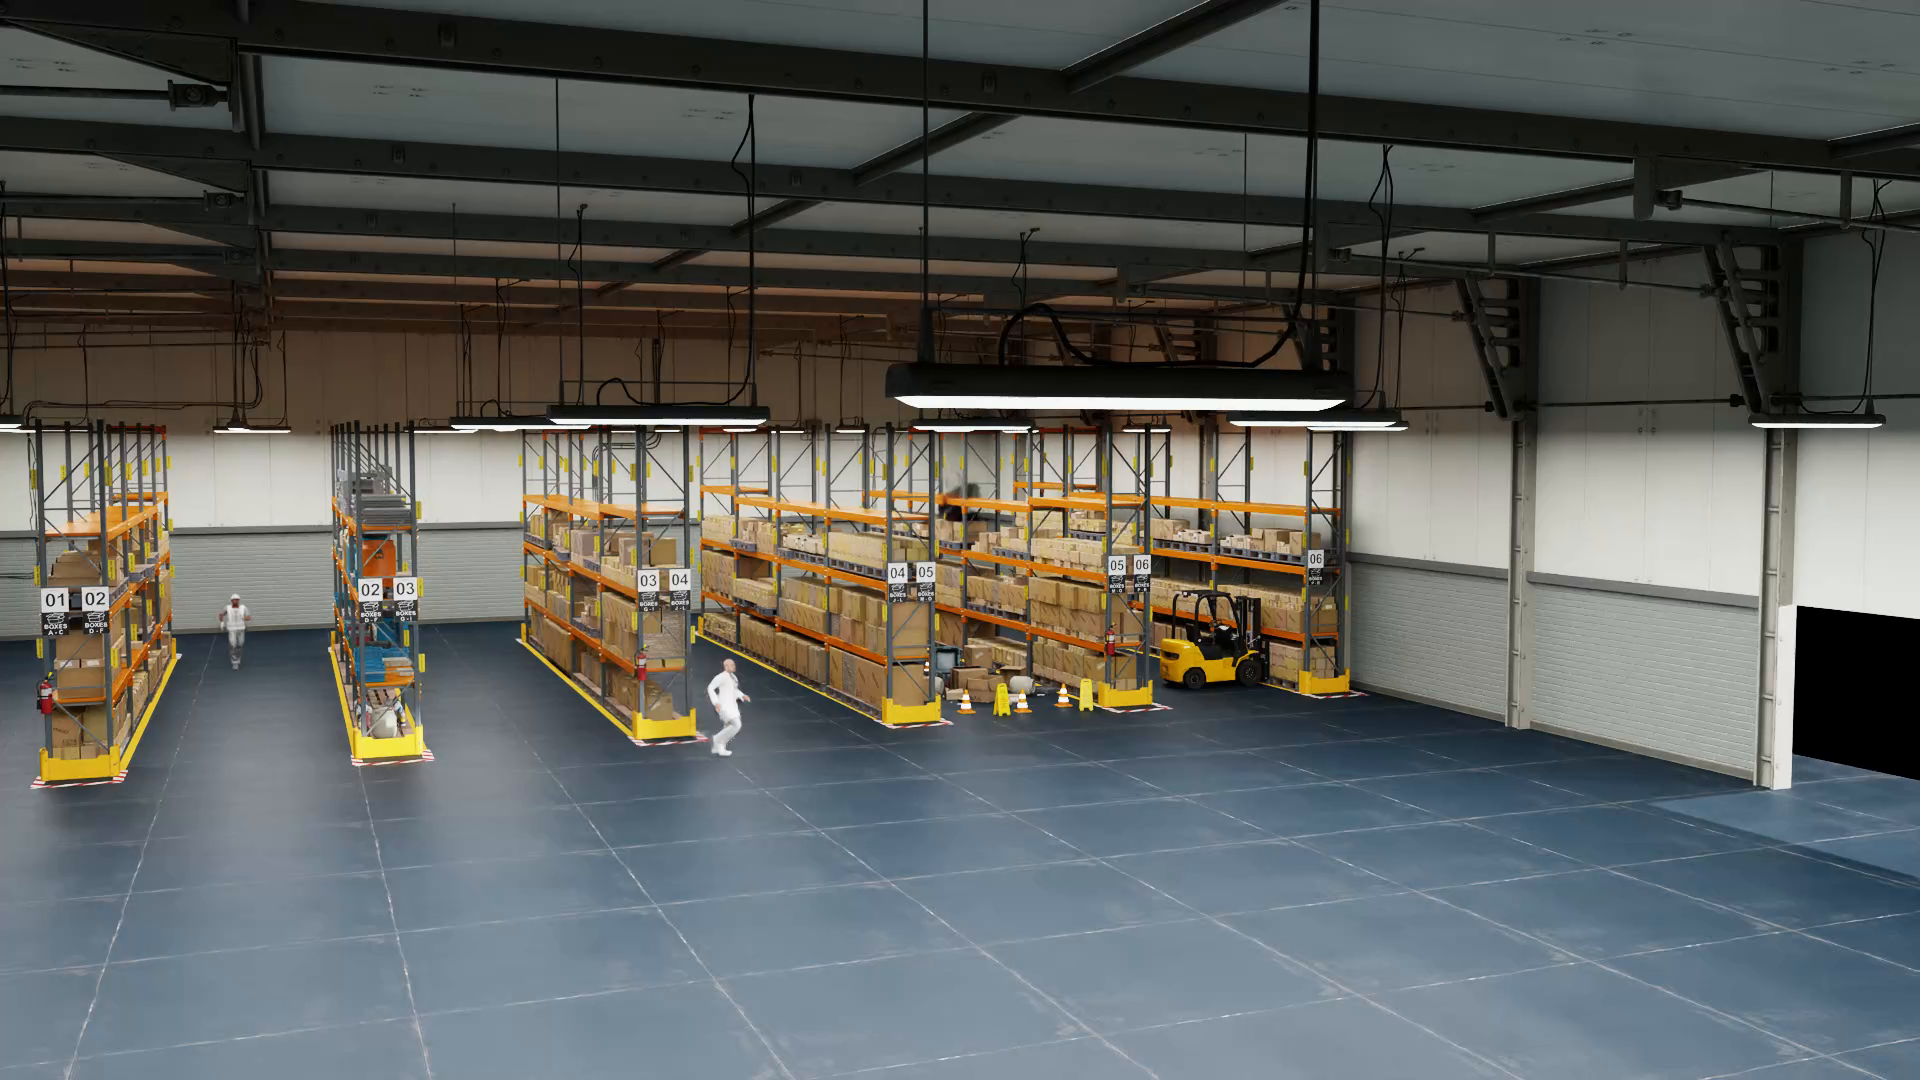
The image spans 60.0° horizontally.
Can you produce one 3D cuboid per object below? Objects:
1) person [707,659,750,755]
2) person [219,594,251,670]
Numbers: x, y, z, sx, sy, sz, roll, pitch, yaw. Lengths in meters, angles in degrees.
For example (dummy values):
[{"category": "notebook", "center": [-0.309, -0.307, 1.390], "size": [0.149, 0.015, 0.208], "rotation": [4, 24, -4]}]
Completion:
[{"category": "person", "center": [-4.113, 2.993, 29.685], "size": [0.743, 1.733, 0.691], "rotation": [1, 4, 18]}, {"category": "person", "center": [-17.894, 2.250, 41.093], "size": [0.668, 1.831, 0.859], "rotation": [-3, 4, -36]}]
